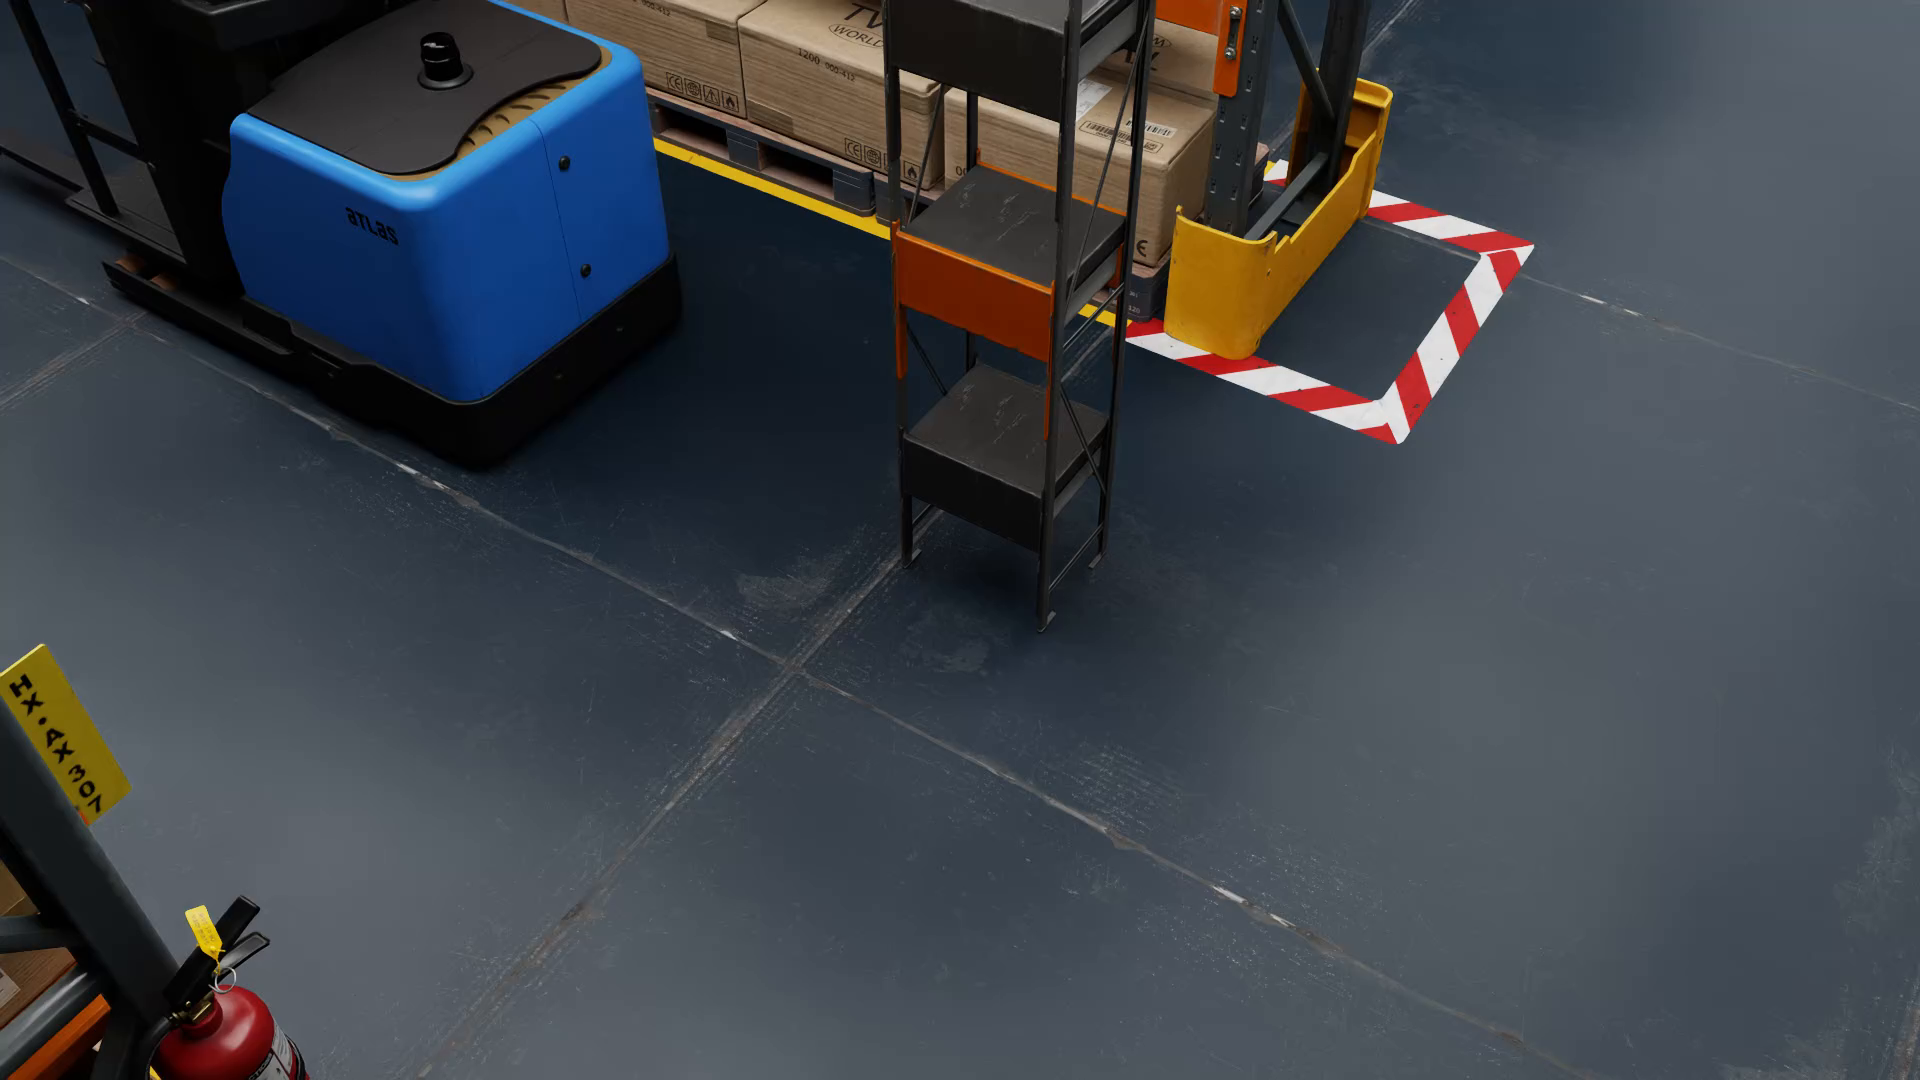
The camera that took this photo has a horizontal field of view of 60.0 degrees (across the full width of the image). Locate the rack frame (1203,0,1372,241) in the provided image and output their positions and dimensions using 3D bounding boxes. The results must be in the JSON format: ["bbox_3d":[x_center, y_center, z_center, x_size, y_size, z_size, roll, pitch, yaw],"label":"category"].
[{"bbox_3d":[1.147,-2.089,5.188,0.127,3.000,1.000,25,51,22],"label":"rack frame"}]

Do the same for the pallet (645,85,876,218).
[{"bbox_3d":[-0.591,-1.852,6.903,1.213,0.211,1.003,25,51,22],"label":"pallet"}]

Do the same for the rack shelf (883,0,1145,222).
[{"bbox_3d":[0.139,-1.146,3.942,0.480,0.518,0.431,25,51,22],"label":"rack shelf"}]

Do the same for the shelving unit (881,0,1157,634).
[{"bbox_3d":[0.139,-0.668,4.435,0.503,2.100,0.431,25,51,22],"label":"shelving unit"}]

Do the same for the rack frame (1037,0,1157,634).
[{"bbox_3d":[0.345,-0.573,4.343,0.015,2.100,0.400,25,51,22],"label":"rack frame"}]

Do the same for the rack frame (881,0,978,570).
[{"bbox_3d":[-0.066,-0.762,4.526,0.015,2.100,0.400,25,51,22],"label":"rack frame"}]

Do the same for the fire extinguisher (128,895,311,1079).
[{"bbox_3d":[-1.156,0.844,2.652,0.183,0.674,0.296,25,51,22],"label":"fire extinguisher"}]

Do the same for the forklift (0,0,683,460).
[{"bbox_3d":[-2.503,-2.115,5.261,3.031,2.935,1.130,26,51,23],"label":"forklift"}]

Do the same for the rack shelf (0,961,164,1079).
[{"bbox_3d":[-3.213,0.385,3.286,4.000,0.370,1.077,25,51,22],"label":"rack shelf"}]

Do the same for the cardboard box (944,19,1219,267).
[{"bbox_3d":[0.538,-1.538,6.146,0.875,0.438,0.875,23,50,21],"label":"cardboard box"}]

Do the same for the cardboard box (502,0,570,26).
[{"bbox_3d":[-1.749,-2.583,7.162,0.875,0.438,0.875,24,50,22],"label":"cardboard box"}]

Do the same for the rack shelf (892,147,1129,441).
[{"bbox_3d":[0.139,-0.658,4.444,0.480,0.518,0.431,25,51,22],"label":"rack shelf"}]

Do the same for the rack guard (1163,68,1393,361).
[{"bbox_3d":[1.167,-1.209,6.076,0.348,0.500,1.175,25,51,22],"label":"rack guard"}]

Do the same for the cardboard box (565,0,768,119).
[{"bbox_3d":[-0.995,-2.237,6.826,0.875,0.438,0.875,23,50,21],"label":"cardboard box"}]

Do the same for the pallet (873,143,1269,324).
[{"bbox_3d":[0.432,-1.379,6.443,1.213,0.211,1.003,25,51,22],"label":"pallet"}]

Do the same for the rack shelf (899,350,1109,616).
[{"bbox_3d":[0.139,-0.170,4.946,0.480,0.518,0.431,25,51,22],"label":"rack shelf"}]

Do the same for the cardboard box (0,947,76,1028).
[{"bbox_3d":[-1.658,0.704,2.650,0.250,0.149,0.380,24,51,22],"label":"cardboard box"}]

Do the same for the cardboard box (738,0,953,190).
[{"bbox_3d":[-0.237,-1.887,6.486,0.875,0.438,0.875,26,51,23],"label":"cardboard box"}]

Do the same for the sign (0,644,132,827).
[{"bbox_3d":[-1.237,0.280,2.283,0.005,0.325,0.100,25,51,22],"label":"sign"}]

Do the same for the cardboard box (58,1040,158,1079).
[{"bbox_3d":[-1.993,1.339,3.306,0.637,0.503,0.797,23,50,21],"label":"cardboard box"}]

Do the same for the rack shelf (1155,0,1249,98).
[{"bbox_3d":[-0.536,-2.613,6.199,4.000,0.370,1.077,25,51,22],"label":"rack shelf"}]

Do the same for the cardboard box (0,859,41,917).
[{"bbox_3d":[-1.766,0.519,2.551,0.500,0.250,0.500,25,51,22],"label":"cardboard box"}]
